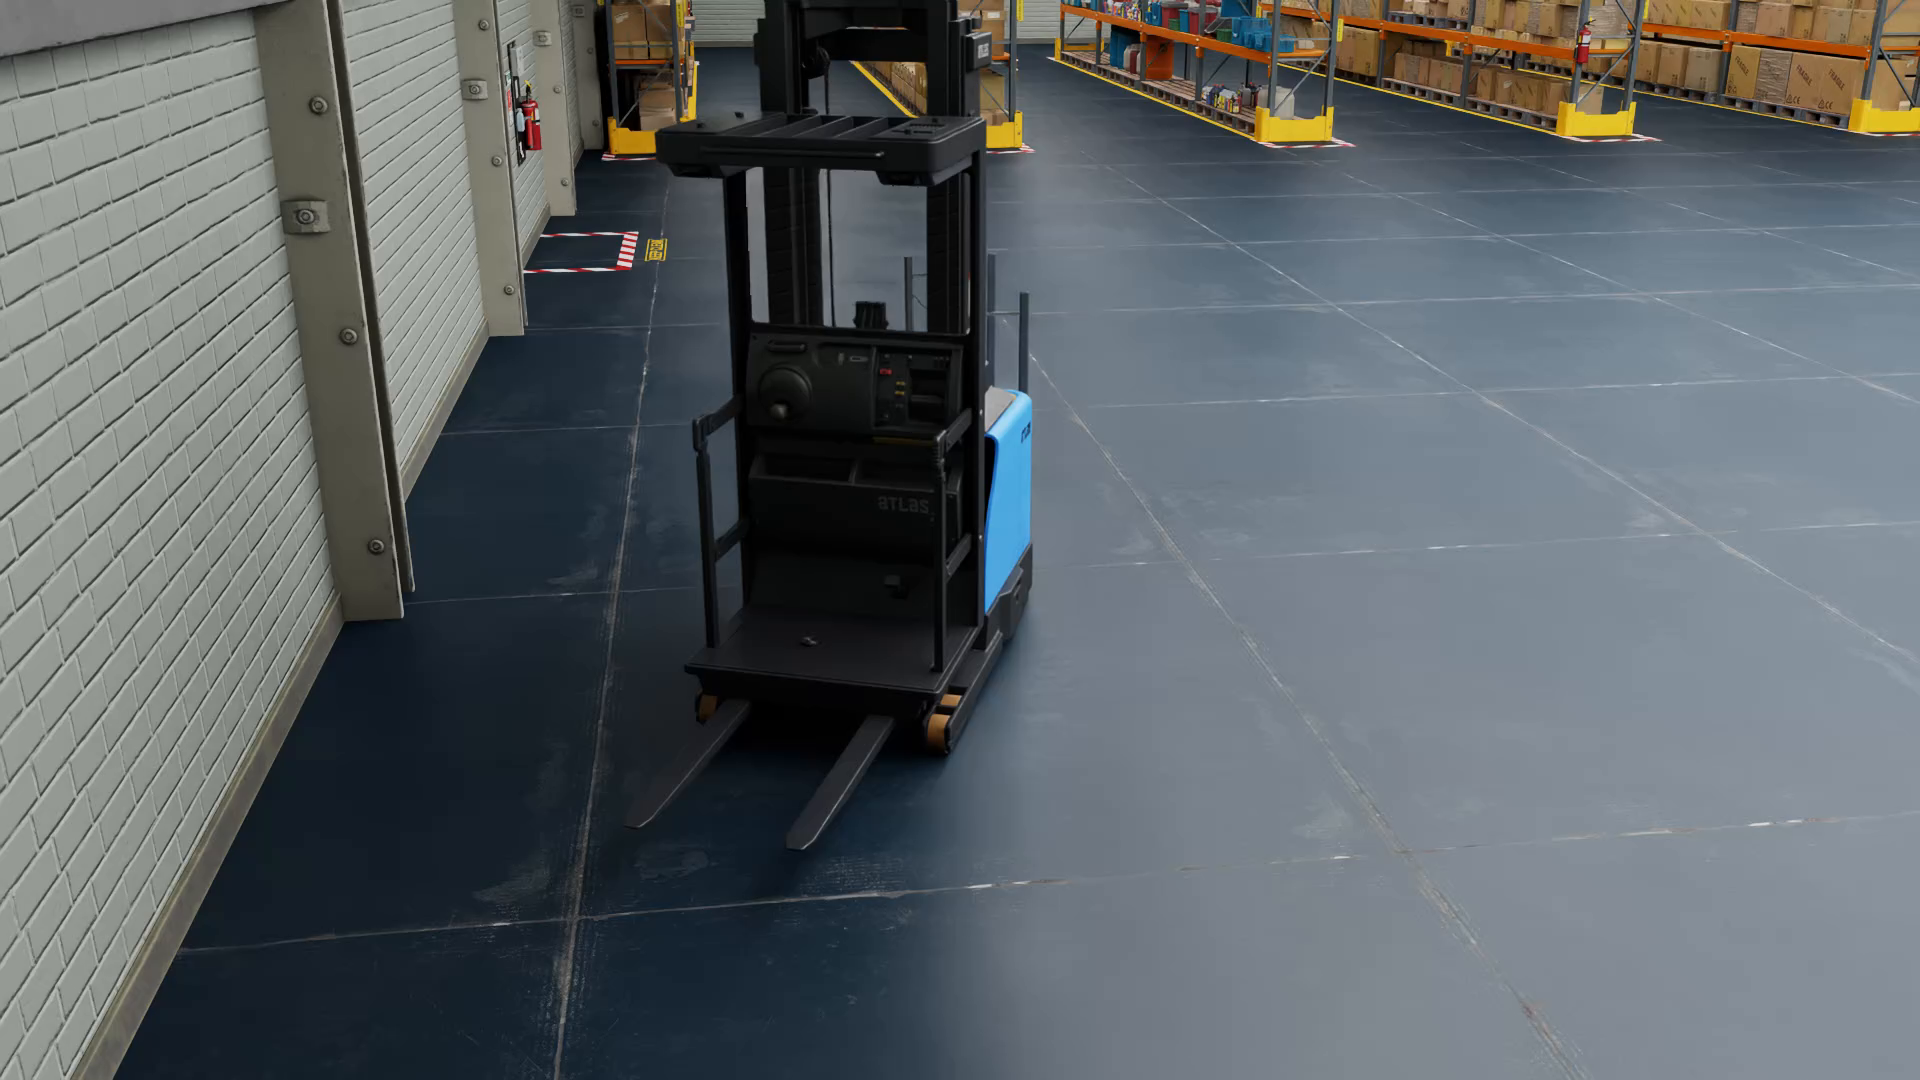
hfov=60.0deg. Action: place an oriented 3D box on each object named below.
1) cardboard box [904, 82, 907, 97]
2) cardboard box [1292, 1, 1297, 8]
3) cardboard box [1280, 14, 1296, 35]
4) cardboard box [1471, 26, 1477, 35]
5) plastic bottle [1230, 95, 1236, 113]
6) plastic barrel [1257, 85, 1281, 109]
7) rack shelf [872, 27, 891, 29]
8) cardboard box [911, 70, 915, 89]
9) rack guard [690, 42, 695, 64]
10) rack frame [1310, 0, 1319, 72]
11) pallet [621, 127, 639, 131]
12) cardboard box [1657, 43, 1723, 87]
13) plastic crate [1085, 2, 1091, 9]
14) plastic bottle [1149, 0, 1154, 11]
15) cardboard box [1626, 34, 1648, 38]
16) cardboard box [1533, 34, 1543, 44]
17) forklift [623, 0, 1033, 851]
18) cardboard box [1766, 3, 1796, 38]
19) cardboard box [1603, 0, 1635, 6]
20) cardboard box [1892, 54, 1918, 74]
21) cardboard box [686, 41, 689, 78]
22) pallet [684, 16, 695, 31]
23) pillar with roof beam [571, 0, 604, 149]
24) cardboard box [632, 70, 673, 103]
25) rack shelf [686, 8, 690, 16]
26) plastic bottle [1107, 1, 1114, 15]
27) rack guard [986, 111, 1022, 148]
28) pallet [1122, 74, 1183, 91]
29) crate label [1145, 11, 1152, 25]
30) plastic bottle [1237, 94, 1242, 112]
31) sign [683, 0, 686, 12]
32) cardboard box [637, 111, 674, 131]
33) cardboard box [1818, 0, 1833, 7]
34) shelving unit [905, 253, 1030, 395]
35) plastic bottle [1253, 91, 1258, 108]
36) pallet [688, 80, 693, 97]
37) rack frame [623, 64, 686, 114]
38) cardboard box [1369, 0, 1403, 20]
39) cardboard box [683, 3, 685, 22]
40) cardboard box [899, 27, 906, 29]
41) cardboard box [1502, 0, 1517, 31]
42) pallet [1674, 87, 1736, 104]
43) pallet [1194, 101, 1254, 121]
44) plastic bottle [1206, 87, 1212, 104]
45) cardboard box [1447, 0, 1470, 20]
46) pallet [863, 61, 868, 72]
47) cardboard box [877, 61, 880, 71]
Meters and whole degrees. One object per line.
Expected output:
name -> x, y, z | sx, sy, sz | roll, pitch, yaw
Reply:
cardboard box -> -0.733, -8.141, 30.056 | 0.500, 0.250, 0.500 | -2, 21, -7
cardboard box -> 7.893, -12.347, 38.346 | 0.380, 0.149, 0.250 | -3, 21, -7
cardboard box -> 8.136, -12.073, 39.690 | 0.875, 0.875, 0.875 | -3, 21, -8
cardboard box -> 9.296, -9.042, 29.498 | 0.380, 0.149, 0.250 | -3, 21, -8
plastic bottle -> 4.505, -7.202, 27.464 | 0.061, 0.283, 0.133 | -2, 21, -6
plastic barrel -> 4.995, -7.043, 26.743 | 0.421, 0.512, 0.421 | 0, 20, 0
rack shelf -> -1.105, -10.491, 34.047 | 1.077, 0.370, 4.000 | -3, 21, -8
cardboard box -> -0.583, -8.048, 29.005 | 0.500, 0.311, 0.500 | -3, 21, -8
rack guard -> -6.875, -11.492, 39.271 | 1.175, 0.500, 0.348 | -3, 21, -8
rack frame -> 8.410, -12.019, 37.110 | 1.000, 3.000, 0.127 | -3, 21, -8
pallet -> -4.658, -6.118, 25.295 | 1.003, 0.211, 1.213 | -3, 21, -8
cardboard box -> 14.172, -9.152, 32.048 | 1.050, 0.750, 0.750 | -3, 21, -8
plastic crate -> 3.081, -12.043, 37.480 | 0.437, 0.125, 0.590 | -3, 21, -8
plastic bottle -> 3.992, -11.009, 34.475 | 0.144, 0.351, 0.185 | -3, 21, -8
cardboard box -> 14.049, -10.477, 34.882 | 0.500, 0.250, 0.500 | -4, 21, -10
cardboard box -> 9.698, -8.267, 27.422 | 0.380, 0.149, 0.250 | -3, 21, -8
forklift -> -0.495, -0.639, 6.738 | 1.130, 2.935, 3.031 | 5, 21, 13
cardboard box -> 14.614, -9.026, 28.880 | 0.875, 0.550, 0.550 | -3, 21, -8
cardboard box -> 10.330, -8.723, 26.288 | 0.500, 0.500, 0.500 | -3, 21, -8
cardboard box -> 17.612, -8.833, 31.068 | 0.500, 0.500, 0.500 | -3, 21, -8
cardboard box -> -5.815, -9.639, 33.210 | 0.750, 0.750, 0.750 | -3, 21, -8
pallet -> -5.510, -9.554, 30.782 | 1.213, 0.211, 1.003 | -3, 21, -8
pillar with roof beam -> -1.262, -10.341, 24.043 | 9.100, 9.000, 0.400 | -3, 21, -8
cardboard box -> -5.389, -7.965, 29.200 | 0.700, 0.500, 0.500 | -3, 21, -9
rack shelf -> -6.583, -11.625, 37.083 | 1.077, 0.370, 4.000 | -3, 21, -8
plastic bottle -> 3.251, -11.405, 35.643 | 0.152, 0.276, 0.135 | -3, 21, -8
rack guard -> 0.340, -6.187, 25.066 | 1.175, 0.500, 0.348 | -3, 21, -8
pallet -> 3.930, -9.349, 33.946 | 1.003, 0.211, 1.213 | -3, 21, -8
crate label -> 3.775, -10.141, 32.321 | 0.303, 0.233, 0.416 | -3, 21, -8
plastic bottle -> 4.636, -7.256, 27.611 | 0.061, 0.283, 0.133 | -3, 21, -8
sign -> -4.606, -8.935, 27.616 | 0.100, 0.325, 0.005 | -3, 21, -8
cardboard box -> -4.576, -6.306, 25.026 | 0.500, 0.311, 0.500 | -5, 21, -14
cardboard box -> 14.930, -9.173, 27.731 | 0.875, 0.550, 0.550 | -3, 21, -8
shelving unit -> 0.021, -0.684, 8.903 | 0.538, 1.500, 1.048 | -3, 21, -8
plastic bottle -> 5.028, -7.484, 28.222 | 0.061, 0.283, 0.133 | -3, 21, -8
pallet -> -5.758, -8.855, 32.624 | 1.003, 0.211, 1.213 | -3, 21, -8
rack frame -> -5.142, -8.500, 27.687 | 1.000, 3.000, 0.127 | -3, 21, -8
cardboard box -> 8.670, -10.840, 33.808 | 0.500, 0.500, 0.500 | -2, 21, -6
cardboard box -> -4.768, -8.642, 27.182 | 0.500, 0.500, 0.500 | -3, 21, -8
cardboard box -> -0.880, -9.775, 31.228 | 0.500, 0.311, 0.500 | -3, 21, -8
cardboard box -> 9.776, -8.934, 28.280 | 0.875, 0.500, 0.500 | -3, 21, -8
pallet -> 14.300, -8.422, 31.463 | 1.003, 0.211, 1.213 | -3, 21, -8
pallet -> 4.717, -7.459, 28.884 | 1.003, 0.211, 1.213 | -3, 21, -8
plastic bottle -> 4.347, -7.687, 28.774 | 0.152, 0.276, 0.135 | -2, 21, -6
cardboard box -> 9.587, -10.009, 30.271 | 1.000, 1.000, 1.000 | -3, 21, -7
pallet -> -1.671, -10.876, 38.033 | 1.003, 0.211, 1.213 | -3, 21, -8
cardboard box -> -1.477, -10.192, 35.161 | 0.500, 0.500, 0.500 | -3, 21, -7
